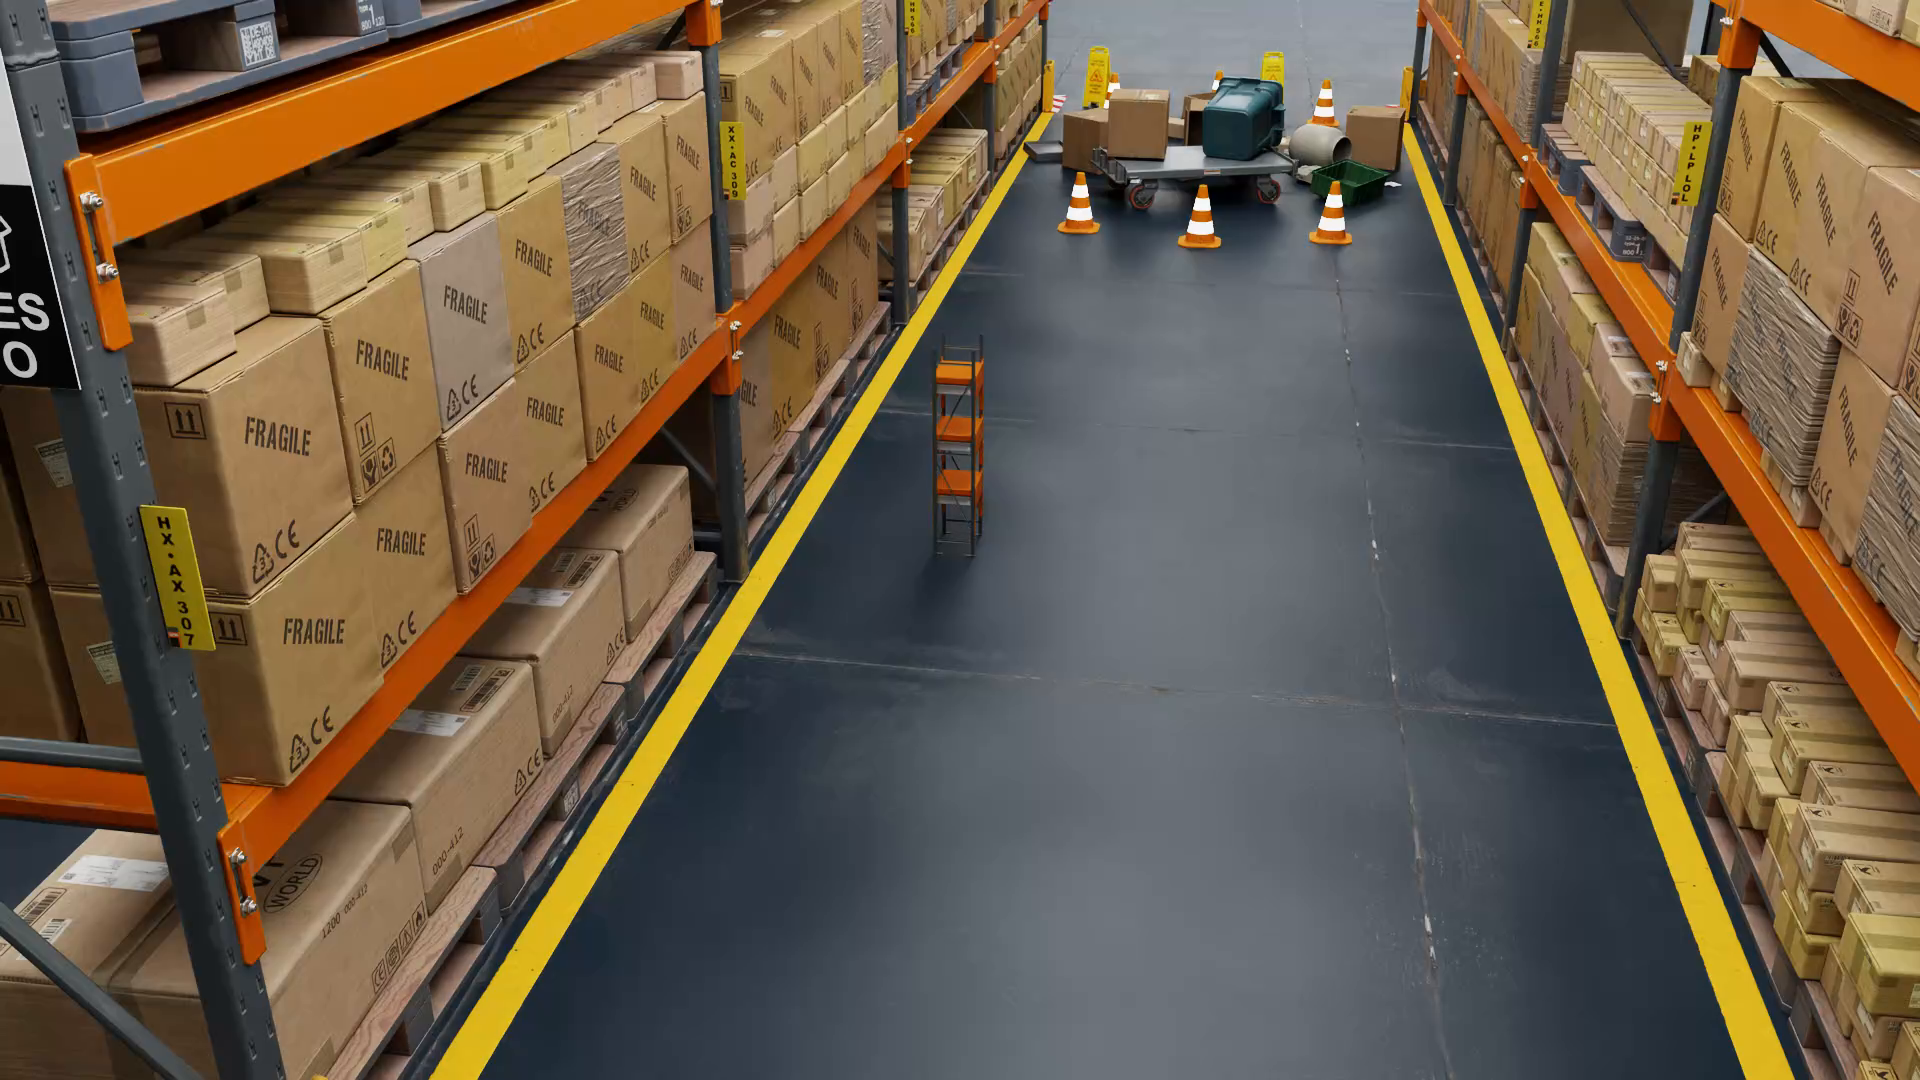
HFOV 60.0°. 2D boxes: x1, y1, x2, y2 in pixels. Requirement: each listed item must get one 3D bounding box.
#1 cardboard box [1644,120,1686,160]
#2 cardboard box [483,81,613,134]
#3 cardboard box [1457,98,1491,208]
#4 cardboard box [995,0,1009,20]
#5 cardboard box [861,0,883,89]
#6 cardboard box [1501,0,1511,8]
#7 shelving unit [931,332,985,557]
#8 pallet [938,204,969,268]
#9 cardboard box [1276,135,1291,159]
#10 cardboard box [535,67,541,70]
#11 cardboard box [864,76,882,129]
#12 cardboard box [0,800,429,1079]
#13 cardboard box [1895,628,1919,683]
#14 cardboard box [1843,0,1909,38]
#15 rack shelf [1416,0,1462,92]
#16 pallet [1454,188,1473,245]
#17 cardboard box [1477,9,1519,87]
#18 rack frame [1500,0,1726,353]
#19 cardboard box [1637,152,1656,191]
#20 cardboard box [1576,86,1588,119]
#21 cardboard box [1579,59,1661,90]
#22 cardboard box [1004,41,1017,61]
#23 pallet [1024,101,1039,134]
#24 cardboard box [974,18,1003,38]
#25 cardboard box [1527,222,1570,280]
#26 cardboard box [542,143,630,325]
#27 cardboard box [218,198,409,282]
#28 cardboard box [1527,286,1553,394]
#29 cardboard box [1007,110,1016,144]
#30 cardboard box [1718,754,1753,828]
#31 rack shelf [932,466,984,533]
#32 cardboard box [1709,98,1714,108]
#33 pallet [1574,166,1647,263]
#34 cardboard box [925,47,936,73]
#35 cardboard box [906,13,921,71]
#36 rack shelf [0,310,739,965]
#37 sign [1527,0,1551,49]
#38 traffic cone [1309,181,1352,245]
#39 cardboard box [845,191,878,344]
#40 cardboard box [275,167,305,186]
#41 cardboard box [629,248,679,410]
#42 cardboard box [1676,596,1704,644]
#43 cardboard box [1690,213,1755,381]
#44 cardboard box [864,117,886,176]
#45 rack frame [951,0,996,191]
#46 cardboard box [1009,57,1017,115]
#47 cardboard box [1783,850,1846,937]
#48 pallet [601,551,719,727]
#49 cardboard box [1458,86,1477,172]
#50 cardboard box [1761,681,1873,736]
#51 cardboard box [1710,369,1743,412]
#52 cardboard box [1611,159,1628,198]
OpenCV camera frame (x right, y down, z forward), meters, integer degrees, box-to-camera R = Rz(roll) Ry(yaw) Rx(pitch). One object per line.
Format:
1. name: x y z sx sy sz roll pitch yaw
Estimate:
1. cardboard box: 3.444 -1.864 7.793 0.380 0.149 0.250 3 25 7
2. cardboard box: -1.463 -1.532 5.923 0.380 0.149 0.250 4 25 8
3. cardboard box: 4.692 -3.155 13.611 1.050 0.750 0.750 4 25 8
4. cardboard box: 0.152 -4.895 14.701 0.500 0.500 0.500 4 25 8
5. cardboard box: -0.751 -2.926 9.666 0.500 0.500 0.500 4 25 9
6. cardboard box: 4.547 -4.325 12.654 0.700 0.500 0.500 4 25 8
7. shelving unit: -0.009 -0.453 7.980 0.215 1.050 0.252 4 25 9
8. pallet: -0.518 -2.450 13.236 1.003 0.211 1.213 4 25 9
9. cardboard box: 3.169 -3.858 16.179 0.396 0.266 0.258 8 26 18
10. cardboard box: -1.836 -1.774 6.440 0.380 0.149 0.250 4 25 9
11. cardboard box: -0.758 -2.601 9.857 0.500 0.250 0.500 3 25 7
12. cardboard box: -2.147 1.155 4.770 0.875 0.438 0.875 3 25 7
13. cardboard box: 2.713 0.303 4.361 0.380 0.149 0.250 3 25 6
14. cardboard box: 2.884 -1.593 4.753 0.500 0.250 0.500 5 26 11
15. rack shelf: 5.032 -4.761 15.731 1.077 0.370 4.000 4 25 9
16. pallet: 4.653 -2.659 13.682 1.003 0.211 1.213 4 25 9
17. cardboard box: 4.187 -3.674 12.443 0.500 0.500 0.500 4 25 8
18. rack frame: 4.051 -2.577 10.217 1.000 3.000 0.127 4 25 9
19. cardboard box: 3.437 -1.733 7.863 0.380 0.149 0.250 3 25 6
20. cardboard box: 3.732 -2.486 9.474 0.380 0.149 0.250 5 26 11
21. cardboard box: 3.743 -2.630 9.431 0.380 0.149 0.250 3 25 7
22. cardboard box: 0.329 -4.620 15.681 0.380 0.149 0.250 5 26 11
23. pallet: 0.278 -4.592 17.810 1.003 0.211 1.213 4 25 9
24. cardboard box: 0.173 -4.546 14.721 0.380 0.149 0.250 4 25 8
25. cardboard box: 3.700 -1.703 9.919 0.500 0.250 0.500 3 25 6
26. cardboard box: -1.472 -1.061 5.682 0.500 0.500 0.500 4 25 9
27. cardboard box: -1.672 -0.780 4.315 0.380 0.149 0.250 3 25 7
28. cardboard box: 3.605 -1.146 9.614 0.500 0.500 0.500 4 25 9
29. cardboard box: 0.244 -3.948 15.894 0.500 0.250 0.500 5 26 11
30. cardboard box: 2.849 0.872 5.715 0.380 0.149 0.250 3 25 7
31. rack shelf: -0.009 -0.192 8.102 0.215 0.259 0.240 4 25 9
32. cardboard box: 4.337 -2.328 9.135 0.380 0.149 0.250 5 25 10
33. pallet: 3.768 -1.659 8.483 1.003 0.211 1.213 4 25 9
34. cardboard box: -0.378 -3.418 11.815 0.380 0.149 0.250 4 25 9
35. cardboard box: -0.547 -3.420 11.054 0.500 0.500 0.500 3 25 7
36. rack shelf: -1.830 -0.043 5.651 1.077 0.370 4.000 4 25 9
37. sign: 3.503 -3.139 10.051 0.100 0.325 0.005 4 25 9
38. traffic cone: 2.996 -2.645 13.354 0.336 0.463 0.334 4 25 9
39. cardboard box: -1.044 -1.823 10.616 0.875 0.875 0.875 4 25 8
40. cardboard box: -2.141 -1.025 4.840 0.380 0.149 0.250 5 25 10
41. cardboard box: -1.405 -0.823 6.352 0.500 0.500 0.500 3 25 7
42. cardboard box: 3.070 0.304 6.580 0.380 0.149 0.250 4 25 9
43. cardboard box: 3.068 -0.894 6.154 0.500 0.500 0.500 4 25 8
44. cardboard box: -0.743 -2.366 9.942 0.500 0.250 0.500 4 25 9
45. rack frame: -0.195 -4.551 14.434 1.000 3.000 0.127 4 25 9
46. cardboard box: 0.243 -4.288 15.736 0.500 0.500 0.500 5 26 11
47. cardboard box: 2.703 1.060 4.965 0.380 0.149 0.250 4 25 9
48. pallet: -1.704 0.371 7.209 1.003 0.211 1.213 4 25 9
49. cardboard box: 4.877 -3.736 14.704 0.875 0.875 0.875 4 25 9
50. cardboard box: 2.935 0.609 5.577 0.380 0.149 0.250 3 25 6
51. cardboard box: 3.059 -0.581 6.250 0.380 0.149 0.250 5 26 10
52. cardboard box: 3.520 -1.817 8.394 0.380 0.149 0.250 3 25 7
